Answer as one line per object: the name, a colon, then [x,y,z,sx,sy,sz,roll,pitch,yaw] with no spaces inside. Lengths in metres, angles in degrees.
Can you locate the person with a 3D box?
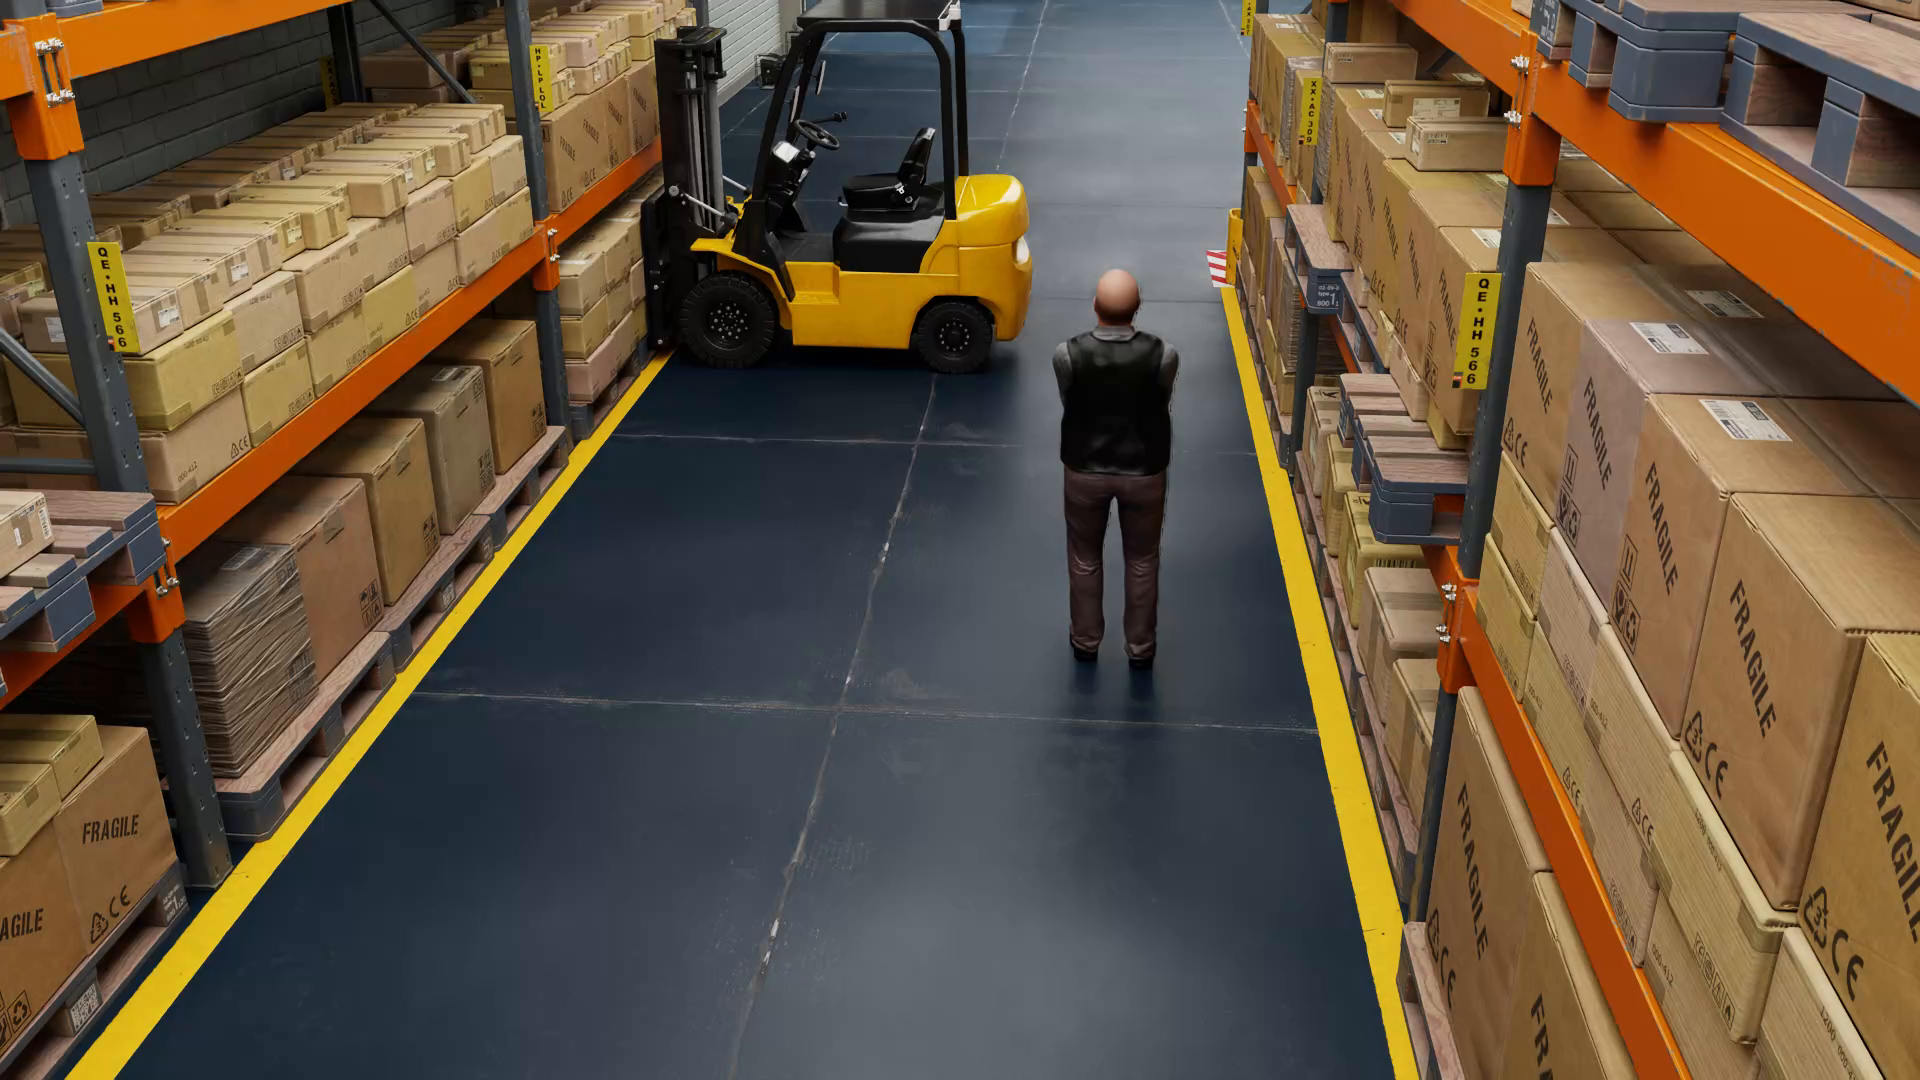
person: [0.620,-0.313,6.835,0.494,1.712,0.559,2,24,4]
